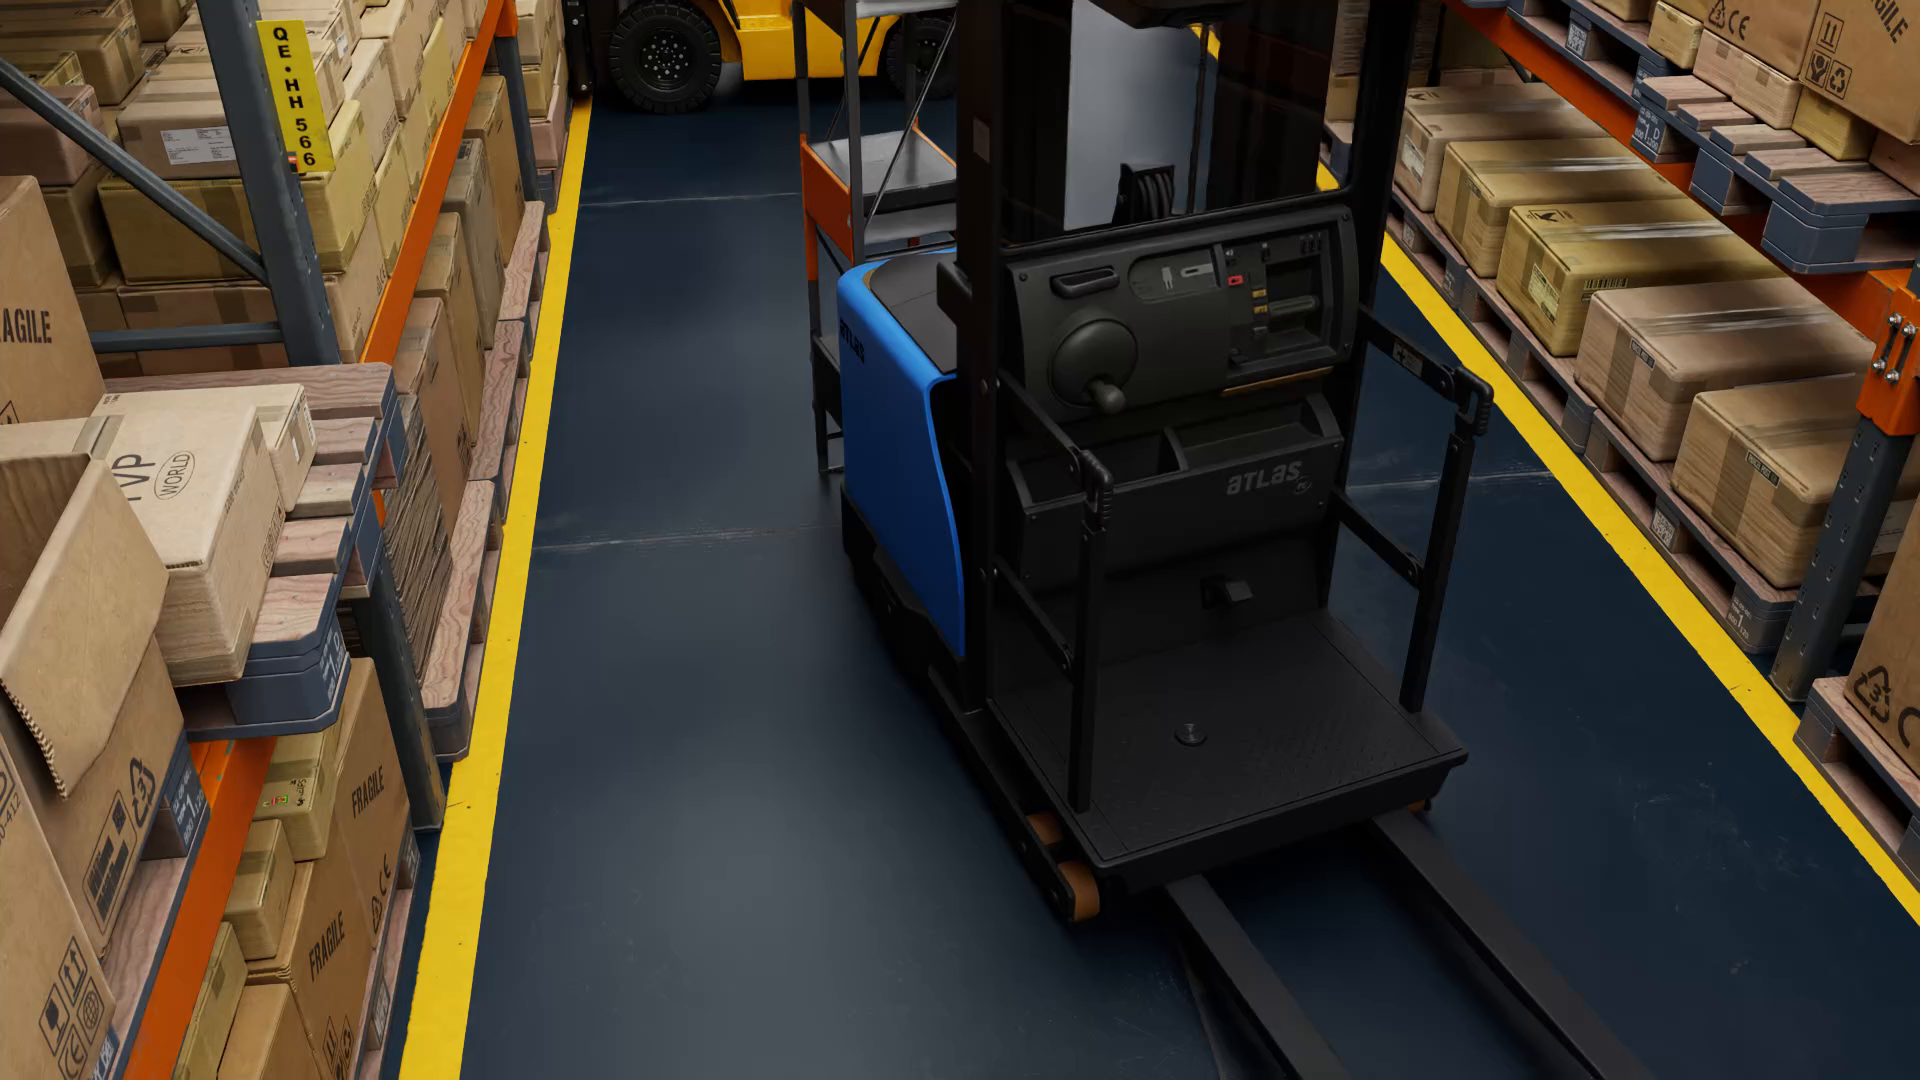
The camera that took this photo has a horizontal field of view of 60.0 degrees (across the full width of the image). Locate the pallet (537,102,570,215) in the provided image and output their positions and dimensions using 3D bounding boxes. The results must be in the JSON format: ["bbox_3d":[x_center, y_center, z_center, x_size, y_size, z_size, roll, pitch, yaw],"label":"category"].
[{"bbox_3d":[-2.534,-1.962,8.441,1.003,0.211,1.213,-4,35,-6],"label":"pallet"}]

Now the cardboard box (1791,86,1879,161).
[{"bbox_3d":[2.603,-1.192,4.686,0.380,0.149,0.250,-4,34,-6],"label":"cardboard box"}]

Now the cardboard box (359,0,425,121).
[{"bbox_3d":[-1.866,-1.419,4.857,0.500,0.250,0.500,-5,35,-8],"label":"cardboard box"}]

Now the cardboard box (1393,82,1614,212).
[{"bbox_3d":[2.523,-1.840,7.747,0.950,0.372,0.625,-4,34,-6],"label":"cardboard box"}]

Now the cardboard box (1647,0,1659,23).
[{"bbox_3d":[2.539,-1.772,5.537,0.380,0.149,0.250,-4,34,-6],"label":"cardboard box"}]

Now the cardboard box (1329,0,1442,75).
[{"bbox_3d":[2.104,-2.702,8.454,0.500,0.500,0.500,-5,35,-7],"label":"cardboard box"}]

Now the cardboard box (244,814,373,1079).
[{"bbox_3d":[-1.603,0.924,3.577,0.500,0.500,0.500,-5,35,-7],"label":"cardboard box"}]

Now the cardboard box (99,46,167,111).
[{"bbox_3d":[-2.336,-1.094,4.381,0.500,0.250,0.500,-4,34,-6],"label":"cardboard box"}]

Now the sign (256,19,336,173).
[{"bbox_3d":[-1.394,-0.927,3.489,0.100,0.325,0.005,-4,35,-6],"label":"sign"}]

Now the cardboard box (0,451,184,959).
[{"bbox_3d":[-1.527,0.246,2.261,0.797,0.503,0.637,-5,35,-7],"label":"cardboard box"}]

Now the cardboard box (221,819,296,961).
[{"bbox_3d":[-1.554,0.713,3.311,0.380,0.149,0.250,-5,35,-8],"label":"cardboard box"}]

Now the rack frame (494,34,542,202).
[{"bbox_3d":[-2.468,-2.667,7.000,1.000,3.000,0.127,-4,35,-6],"label":"rack frame"}]

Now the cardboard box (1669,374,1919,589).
[{"bbox_3d":[2.922,-0.217,5.365,0.950,0.372,0.625,-7,35,-10],"label":"cardboard box"}]

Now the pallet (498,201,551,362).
[{"bbox_3d":[-2.330,-1.107,7.186,1.003,0.211,1.213,-4,35,-6],"label":"pallet"}]

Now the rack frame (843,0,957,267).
[{"bbox_3d":[-0.144,-0.904,5.212,0.400,2.100,0.015,-13,36,-19],"label":"rack frame"}]

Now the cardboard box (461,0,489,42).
[{"bbox_3d":[-2.068,-2.064,6.248,0.500,0.250,0.500,-5,35,-7],"label":"cardboard box"}]

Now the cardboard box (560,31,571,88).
[{"bbox_3d":[-2.373,-2.567,8.922,0.500,0.250,0.500,-4,34,-6],"label":"cardboard box"}]

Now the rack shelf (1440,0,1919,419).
[{"bbox_3d":[2.719,-1.632,6.120,1.077,0.370,4.000,-4,35,-6],"label":"rack shelf"}]

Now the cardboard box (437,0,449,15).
[{"bbox_3d":[-2.009,-1.985,5.688,0.500,0.250,0.500,-4,34,-5],"label":"cardboard box"}]

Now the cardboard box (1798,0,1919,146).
[{"bbox_3d":[2.651,-1.383,4.390,0.500,0.500,0.500,-5,35,-8],"label":"cardboard box"}]

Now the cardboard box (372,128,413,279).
[{"bbox_3d":[-1.810,-0.920,4.570,0.500,0.250,0.500,-5,35,-7],"label":"cardboard box"}]

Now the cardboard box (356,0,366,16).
[{"bbox_3d":[-1.889,-1.518,4.649,0.380,0.149,0.250,-4,34,-6],"label":"cardboard box"}]

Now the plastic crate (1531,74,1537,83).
[{"bbox_3d":[3.051,-2.777,9.754,0.402,0.080,0.583,-16,38,-23],"label":"plastic crate"}]

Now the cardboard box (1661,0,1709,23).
[{"bbox_3d":[2.502,-1.953,5.226,0.500,0.500,0.500,-7,35,-10],"label":"cardboard box"}]

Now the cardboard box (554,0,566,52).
[{"bbox_3d":[-2.353,-2.767,8.771,0.500,0.250,0.500,-5,35,-7],"label":"cardboard box"}]

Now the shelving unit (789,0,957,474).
[{"bbox_3d":[-0.238,-1.031,5.398,0.431,2.100,0.503,-13,36,-19],"label":"shelving unit"}]

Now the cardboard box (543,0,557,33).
[{"bbox_3d":[-2.281,-2.697,8.225,0.500,0.250,0.500,-4,35,-6],"label":"cardboard box"}]

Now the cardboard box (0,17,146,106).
[{"bbox_3d":[-2.295,-1.197,4.178,0.380,0.149,0.250,-4,35,-6],"label":"cardboard box"}]

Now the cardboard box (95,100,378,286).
[{"bbox_3d":[-1.723,-0.848,4.019,0.500,0.250,0.500,-4,35,-6],"label":"cardboard box"}]

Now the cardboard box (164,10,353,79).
[{"bbox_3d":[-1.778,-1.235,4.234,0.380,0.149,0.250,-3,34,-5],"label":"cardboard box"}]

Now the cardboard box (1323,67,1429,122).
[{"bbox_3d":[2.104,-2.392,8.665,0.500,0.250,0.500,-3,34,-4],"label":"cardboard box"}]

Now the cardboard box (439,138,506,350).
[{"bbox_3d":[-2.290,-1.135,6.488,0.875,0.625,0.625,-5,35,-7],"label":"cardboard box"}]

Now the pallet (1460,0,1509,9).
[{"bbox_3d":[2.409,-2.528,6.967,1.003,0.211,1.213,-4,35,-6],"label":"pallet"}]

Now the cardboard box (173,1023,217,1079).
[{"bbox_3d":[-1.529,1.003,2.885,0.380,0.149,0.250,-5,35,-7],"label":"cardboard box"}]

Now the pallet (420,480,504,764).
[{"bbox_3d":[-2.002,0.255,5.188,1.003,0.211,1.213,-4,35,-6],"label":"pallet"}]

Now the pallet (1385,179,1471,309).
[{"bbox_3d":[2.556,-1.458,7.703,1.003,0.211,1.213,-4,35,-6],"label":"pallet"}]

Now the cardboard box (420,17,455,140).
[{"bbox_3d":[-1.955,-1.497,5.416,0.500,0.250,0.500,-3,34,-5],"label":"cardboard box"}]

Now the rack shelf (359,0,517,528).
[{"bbox_3d":[-2.199,-1.254,5.565,1.077,0.370,4.000,-4,35,-6],"label":"rack shelf"}]

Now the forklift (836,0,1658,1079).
[{"bbox_3d":[0.646,-0.496,3.876,1.130,2.935,3.031,-13,36,-19],"label":"forklift"}]

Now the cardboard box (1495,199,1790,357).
[{"bbox_3d":[2.718,-1.051,6.590,0.950,0.372,0.625,-3,34,-5],"label":"cardboard box"}]

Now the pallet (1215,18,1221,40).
[{"bbox_3d":[2.157,-2.947,9.887,1.003,0.211,1.213,-4,35,-6],"label":"pallet"}]

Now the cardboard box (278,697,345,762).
[{"bbox_3d":[-1.613,0.413,3.751,0.380,0.149,0.250,-6,35,-9],"label":"cardboard box"}]

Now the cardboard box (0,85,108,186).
[{"bbox_3d":[-2.175,-0.910,3.758,0.380,0.149,0.250,-3,34,-5],"label":"cardboard box"}]

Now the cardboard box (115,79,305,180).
[{"bbox_3d":[-1.681,-0.944,3.807,0.380,0.149,0.250,-3,34,-5],"label":"cardboard box"}]

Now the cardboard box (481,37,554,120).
[{"bbox_3d":[-2.227,-2.204,7.946,0.500,0.250,0.500,-5,35,-7],"label":"cardboard box"}]

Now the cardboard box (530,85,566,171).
[{"bbox_3d":[-2.205,-1.999,8.089,0.500,0.250,0.500,-4,34,-6],"label":"cardboard box"}]

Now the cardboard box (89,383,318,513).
[{"bbox_3d":[-1.462,-0.167,3.182,0.380,0.149,0.250,-4,34,-5],"label":"cardboard box"}]

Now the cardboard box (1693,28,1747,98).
[{"bbox_3d":[2.499,-1.470,5.094,0.380,0.149,0.250,-6,35,-9],"label":"cardboard box"}]

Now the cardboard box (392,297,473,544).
[{"bbox_3d":[-2.096,-0.340,5.322,0.875,0.625,0.625,-3,34,-5],"label":"cardboard box"}]

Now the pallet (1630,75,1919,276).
[{"bbox_3d":[2.786,-1.123,4.905,1.213,0.211,1.003,-4,35,-6],"label":"pallet"}]

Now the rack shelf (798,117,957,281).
[{"bbox_3d":[-0.238,-1.020,5.406,0.431,0.518,0.480,-13,36,-19],"label":"rack shelf"}]

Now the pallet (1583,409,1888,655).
[{"bbox_3d":[2.884,-0.097,5.705,1.003,0.211,1.213,-4,35,-6],"label":"pallet"}]

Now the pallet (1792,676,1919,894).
[{"bbox_3d":[3.019,0.785,4.411,1.003,0.211,1.213,-4,35,-6],"label":"pallet"}]

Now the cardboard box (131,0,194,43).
[{"bbox_3d":[-2.355,-1.481,4.594,0.380,0.149,0.250,-5,35,-7],"label":"cardboard box"}]

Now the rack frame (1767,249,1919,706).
[{"bbox_3d":[2.988,-0.813,4.279,1.000,3.000,0.127,-4,35,-6],"label":"rack frame"}]

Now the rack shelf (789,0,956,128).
[{"bbox_3d":[-0.238,-1.598,5.012,0.431,0.518,0.480,-13,36,-19],"label":"rack shelf"}]
